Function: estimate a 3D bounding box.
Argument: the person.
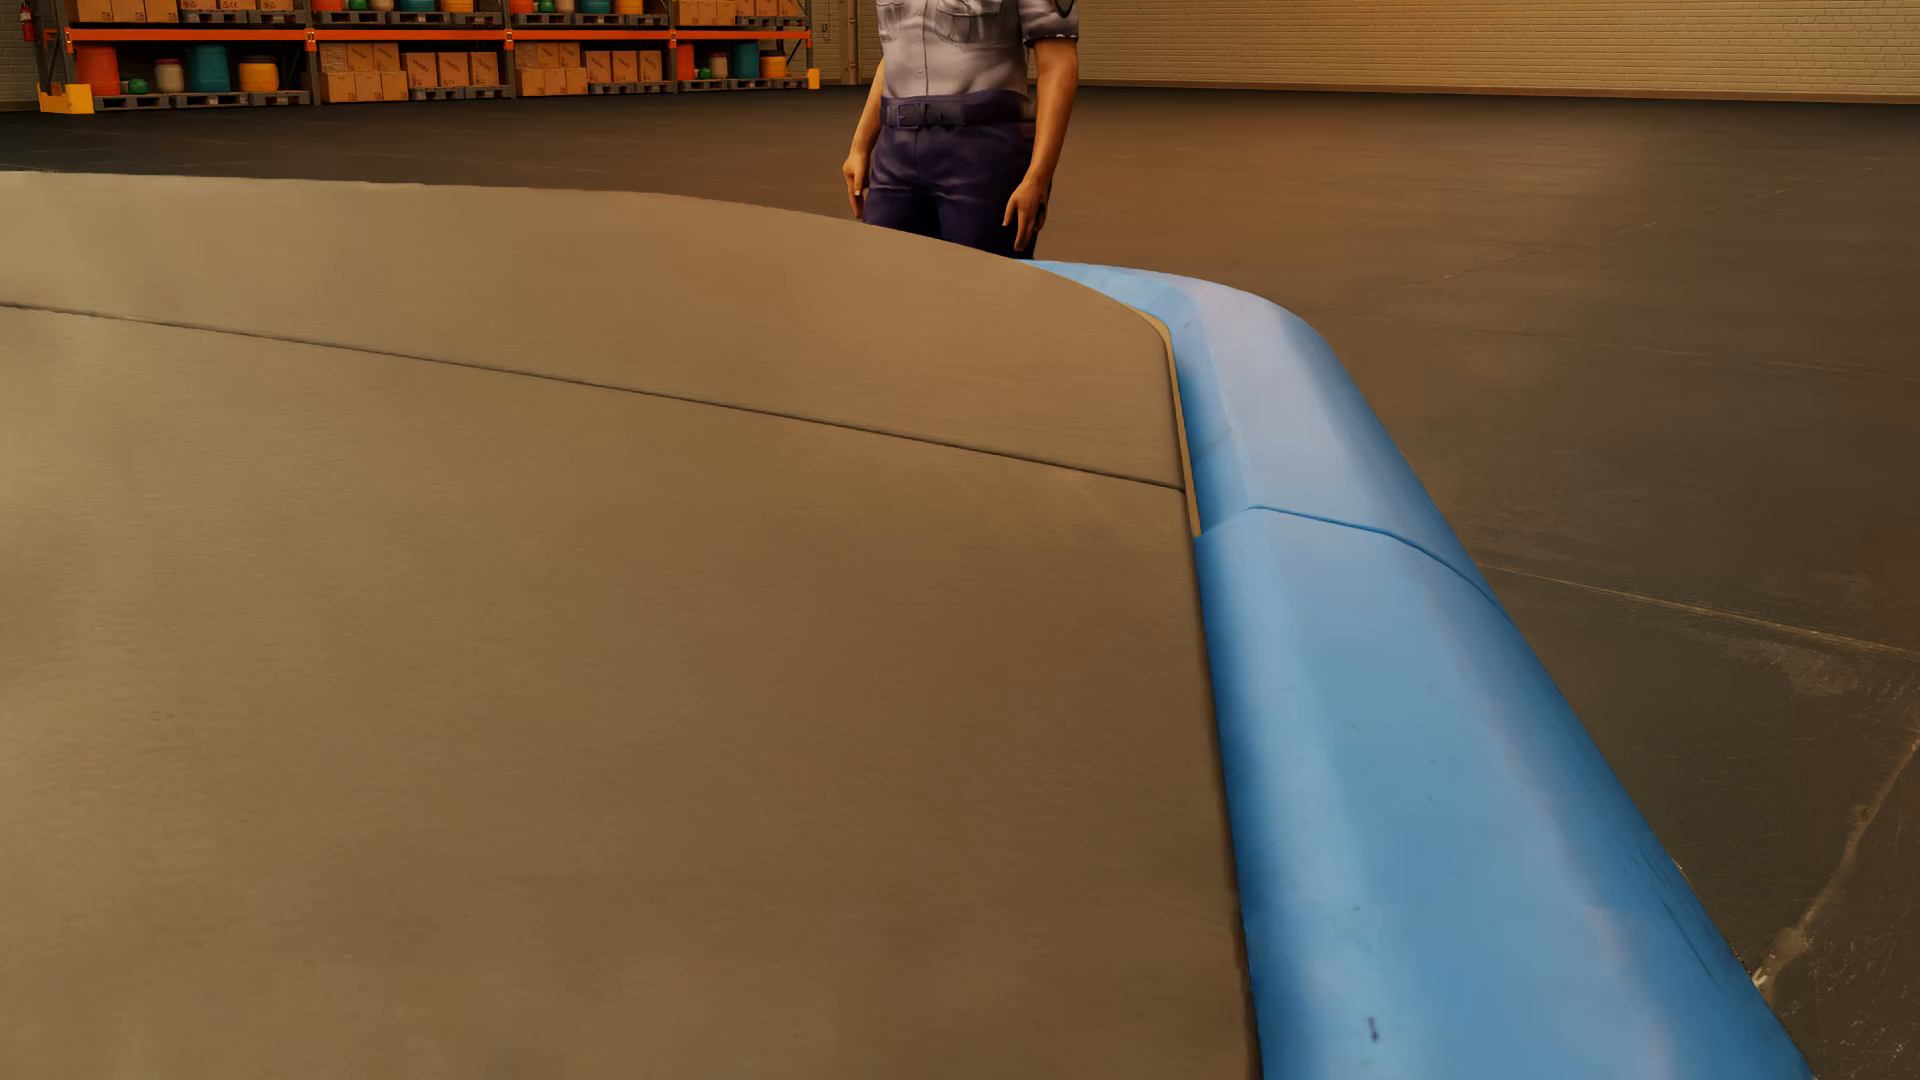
[{"bbox_3d":[-0.074,-0.780,3.648,0.598,1.651,0.503,13,21,37],"label":"person"}]
